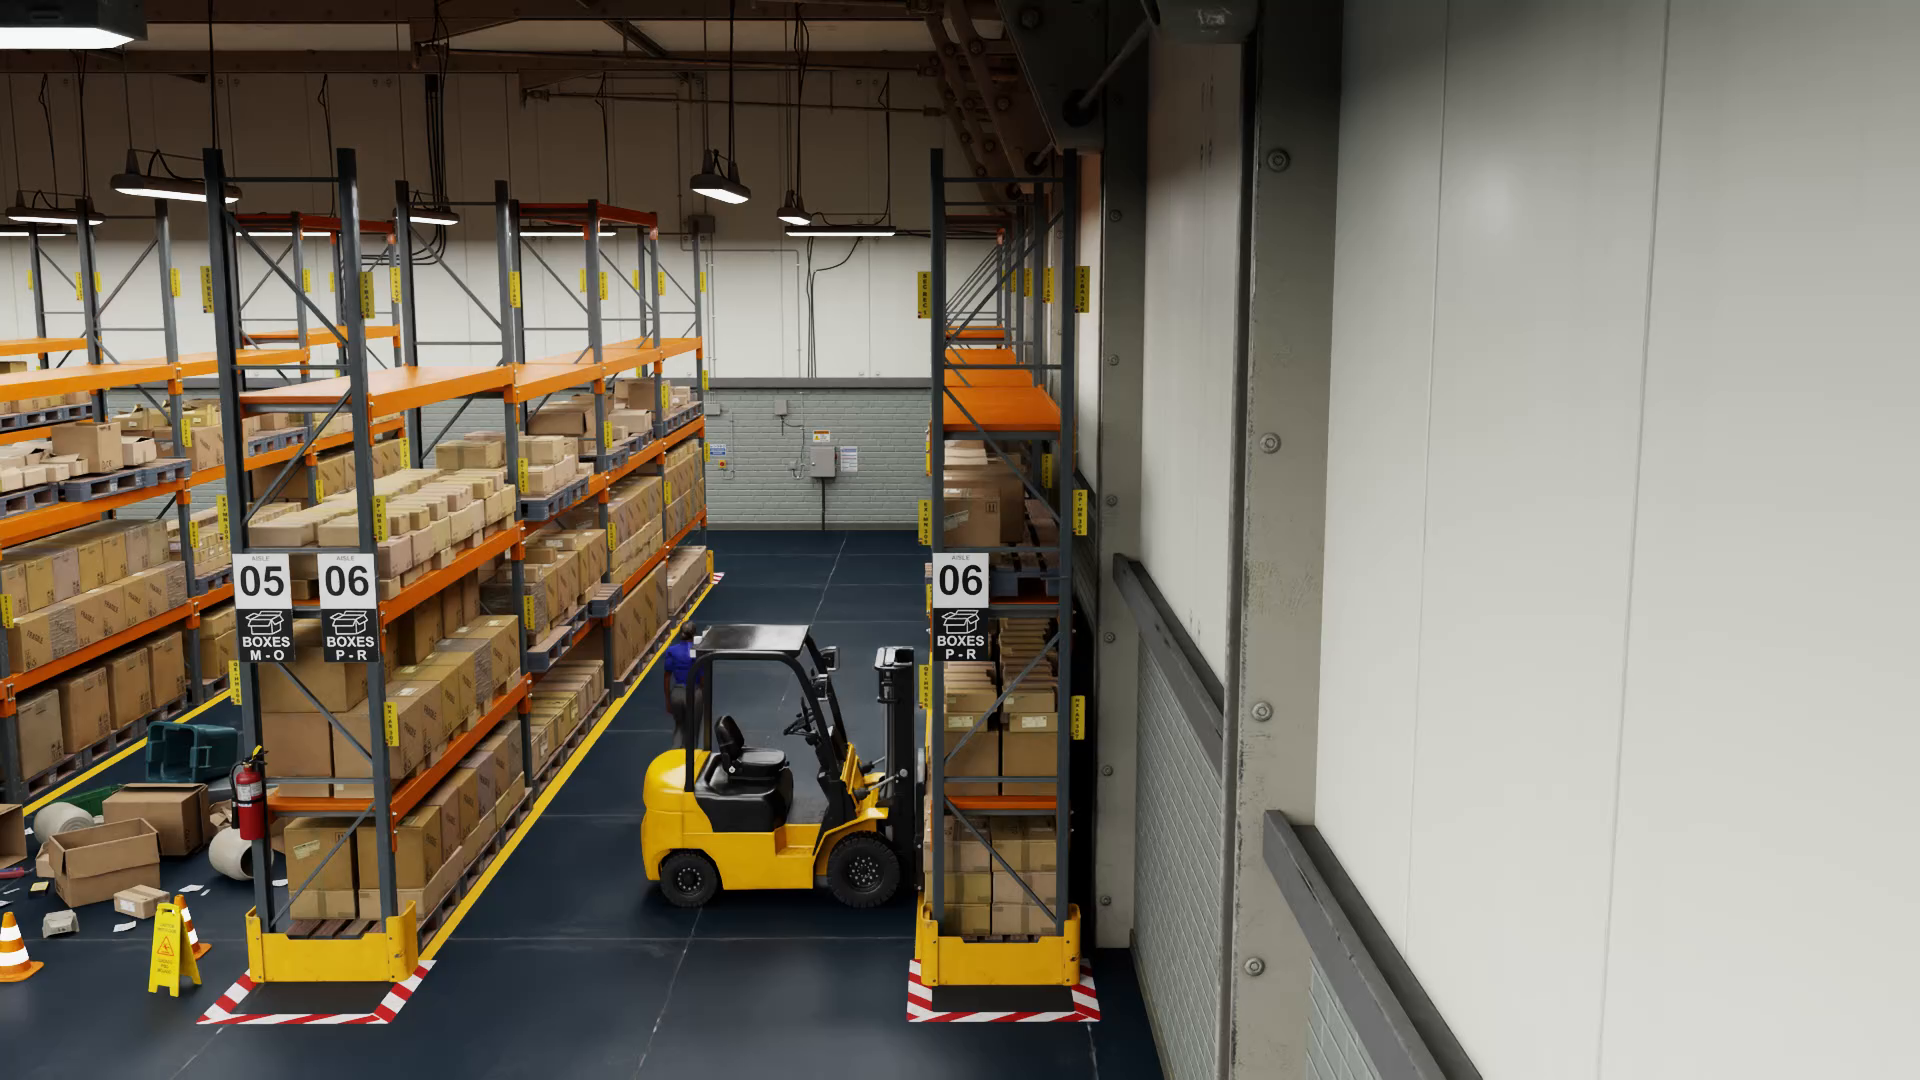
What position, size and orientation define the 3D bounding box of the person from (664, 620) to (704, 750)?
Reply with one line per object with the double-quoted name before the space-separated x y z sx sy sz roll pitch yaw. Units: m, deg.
"person" -2.780 1.640 16.991 0.456 1.670 0.451 2 9 13
